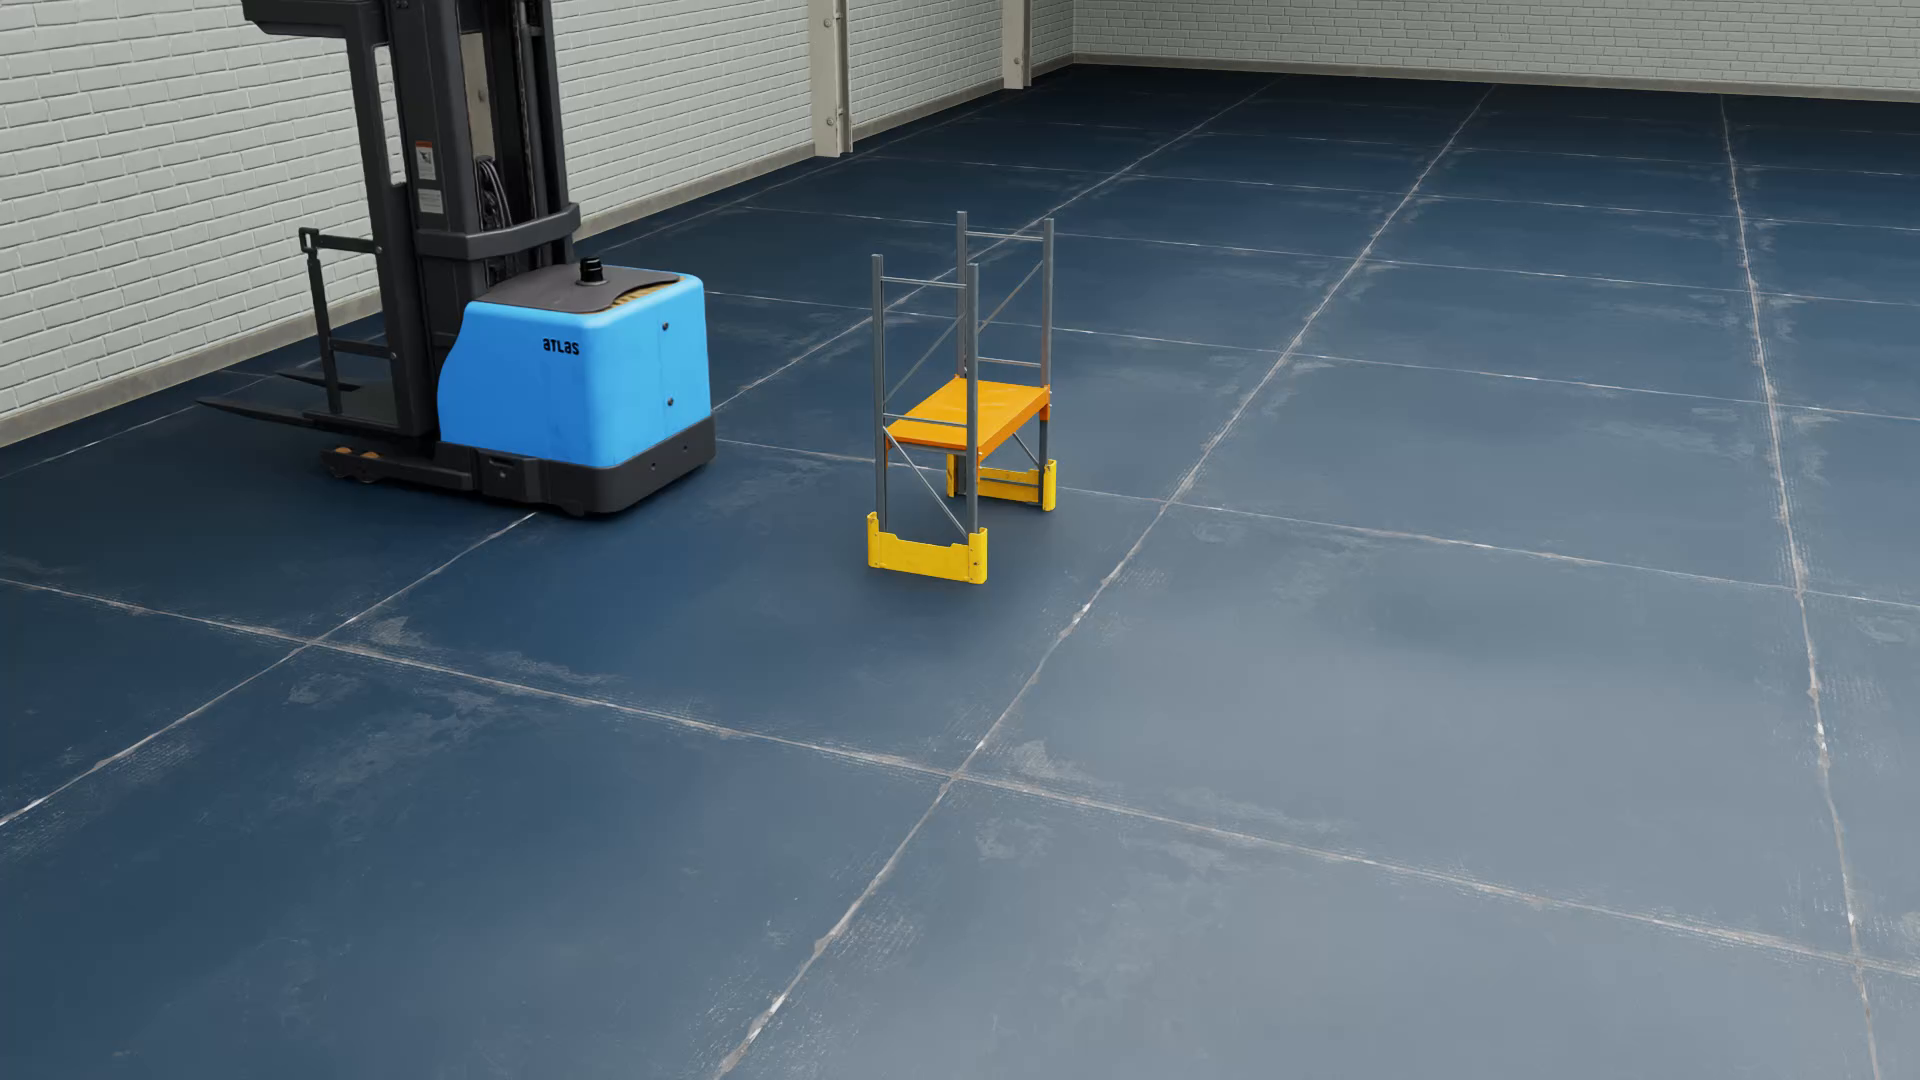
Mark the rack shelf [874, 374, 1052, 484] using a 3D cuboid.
[{"bbox_3d":[0.032,-0.557,8.103,0.538,0.185,1.000,9,24,20],"label":"rack shelf"}]

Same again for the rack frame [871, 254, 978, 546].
[{"bbox_3d":[-0.157,-0.541,7.599,0.500,1.500,0.032,9,24,20],"label":"rack frame"}]

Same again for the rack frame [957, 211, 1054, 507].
[{"bbox_3d":[0.221,-0.904,8.470,0.500,1.500,0.032,9,24,20],"label":"rack frame"}]

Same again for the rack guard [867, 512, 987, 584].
[{"bbox_3d":[-0.157,0.036,7.840,0.587,0.250,0.087,9,24,20],"label":"rack guard"}]

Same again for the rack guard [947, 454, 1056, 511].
[{"bbox_3d":[0.213,-0.321,8.694,0.587,0.250,0.087,9,24,20],"label":"rack guard"}]

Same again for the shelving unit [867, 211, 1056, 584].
[{"bbox_3d":[0.028,-0.719,8.026,0.587,1.500,1.083,9,24,20],"label":"shelving unit"}]

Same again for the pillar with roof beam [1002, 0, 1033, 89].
[{"bbox_3d":[4.804,-10.006,20.529,9.100,9.000,0.400,9,24,20],"label":"pillar with roof beam"}]

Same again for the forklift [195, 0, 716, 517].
[{"bbox_3d":[-2.908,-1.832,8.834,3.031,2.935,1.130,10,25,22],"label":"forklift"}]

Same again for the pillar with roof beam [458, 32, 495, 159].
[{"bbox_3d":[0.346,-5.712,10.249,9.100,9.000,0.400,9,24,20],"label":"pillar with roof beam"}]

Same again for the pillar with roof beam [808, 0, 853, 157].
[{"bbox_3d":[2.575,-7.859,15.389,9.100,9.000,0.400,9,24,20],"label":"pillar with roof beam"}]
